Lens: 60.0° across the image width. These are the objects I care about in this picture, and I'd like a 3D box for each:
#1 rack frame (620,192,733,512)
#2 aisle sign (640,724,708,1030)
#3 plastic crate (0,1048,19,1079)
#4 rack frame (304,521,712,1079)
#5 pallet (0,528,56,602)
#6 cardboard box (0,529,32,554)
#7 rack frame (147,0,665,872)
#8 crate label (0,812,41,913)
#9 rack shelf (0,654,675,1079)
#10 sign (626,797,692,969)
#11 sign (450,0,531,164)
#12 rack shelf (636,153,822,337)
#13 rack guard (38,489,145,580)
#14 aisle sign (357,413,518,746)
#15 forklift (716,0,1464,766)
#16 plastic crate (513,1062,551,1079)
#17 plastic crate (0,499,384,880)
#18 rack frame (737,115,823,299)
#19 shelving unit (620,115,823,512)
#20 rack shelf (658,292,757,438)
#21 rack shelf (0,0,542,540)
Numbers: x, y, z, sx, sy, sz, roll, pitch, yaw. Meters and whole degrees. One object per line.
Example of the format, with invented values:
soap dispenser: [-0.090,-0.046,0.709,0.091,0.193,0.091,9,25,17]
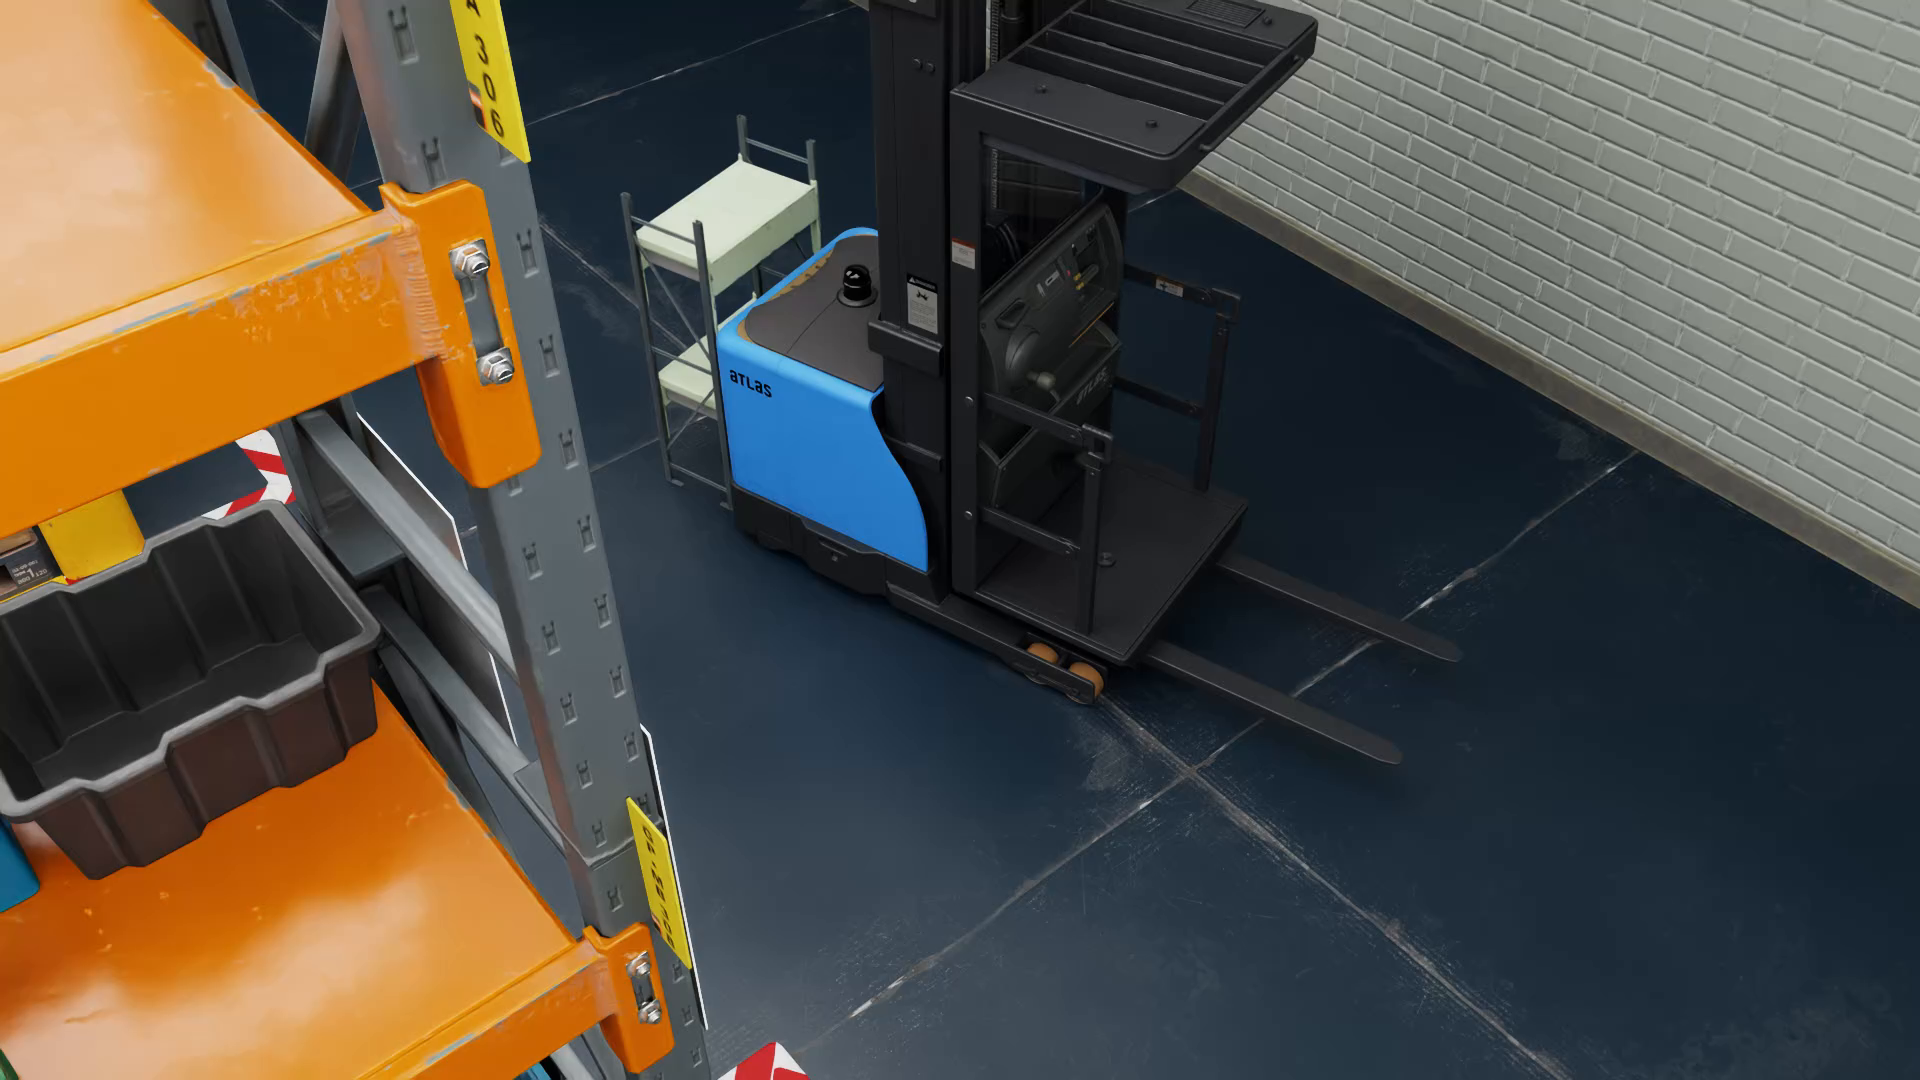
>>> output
rack frame: [-1.168,-0.750,7.007,0.400,1.500,0.023,24,48,23]
aisle sign: [-0.565,0.459,2.725,0.004,0.787,0.394,-30,51,-28]
plastic crate: [-1.381,0.851,2.170,0.336,0.188,0.450,-30,51,-28]
rack frame: [-0.808,1.284,3.745,0.127,3.000,1.000,-30,51,-28]
pallet: [-4.652,0.082,7.062,1.213,0.211,1.003,-30,51,-28]
cardboard box: [-4.242,-0.199,6.830,0.500,0.500,0.500,-30,51,-28]
rack frame: [-0.808,-0.903,1.691,0.127,3.000,1.000,-30,51,-28]
crate label: [-1.723,0.481,2.518,0.502,0.251,0.408,-30,51,-28]
rack shelf: [-2.342,1.332,2.029,4.000,0.370,1.077,-30,51,-28]
sign: [-0.443,0.511,2.454,0.005,0.325,0.100,-30,51,-28]
sign: [-0.443,-0.503,1.502,0.005,0.325,0.100,-30,51,-28]
rack shelf: [-0.968,-1.244,6.963,0.431,0.370,0.720,24,48,23]
rack guard: [-4.041,-0.374,7.337,0.348,0.500,1.175,-30,51,-28]
aisle sign: [-0.943,0.149,3.055,0.004,0.787,0.394,-30,51,-28]
forklift: [0.522,-0.836,6.053,3.031,2.935,1.130,24,48,23]
plastic crate: [-0.945,1.495,3.451,0.499,0.435,0.616,-30,51,-28]
plastic crate: [-1.282,0.261,2.739,0.590,0.269,0.497,-30,51,-28]
rack frame: [-0.769,-1.170,7.454,0.400,1.500,0.023,24,48,23]
shelving unit: [-0.968,-0.960,7.230,0.431,1.500,0.755,24,48,23]
rack shelf: [-0.968,-0.722,7.453,0.431,0.370,0.720,24,48,23]
rack shelf: [-2.342,0.384,1.139,4.000,0.370,1.077,-30,51,-28]
